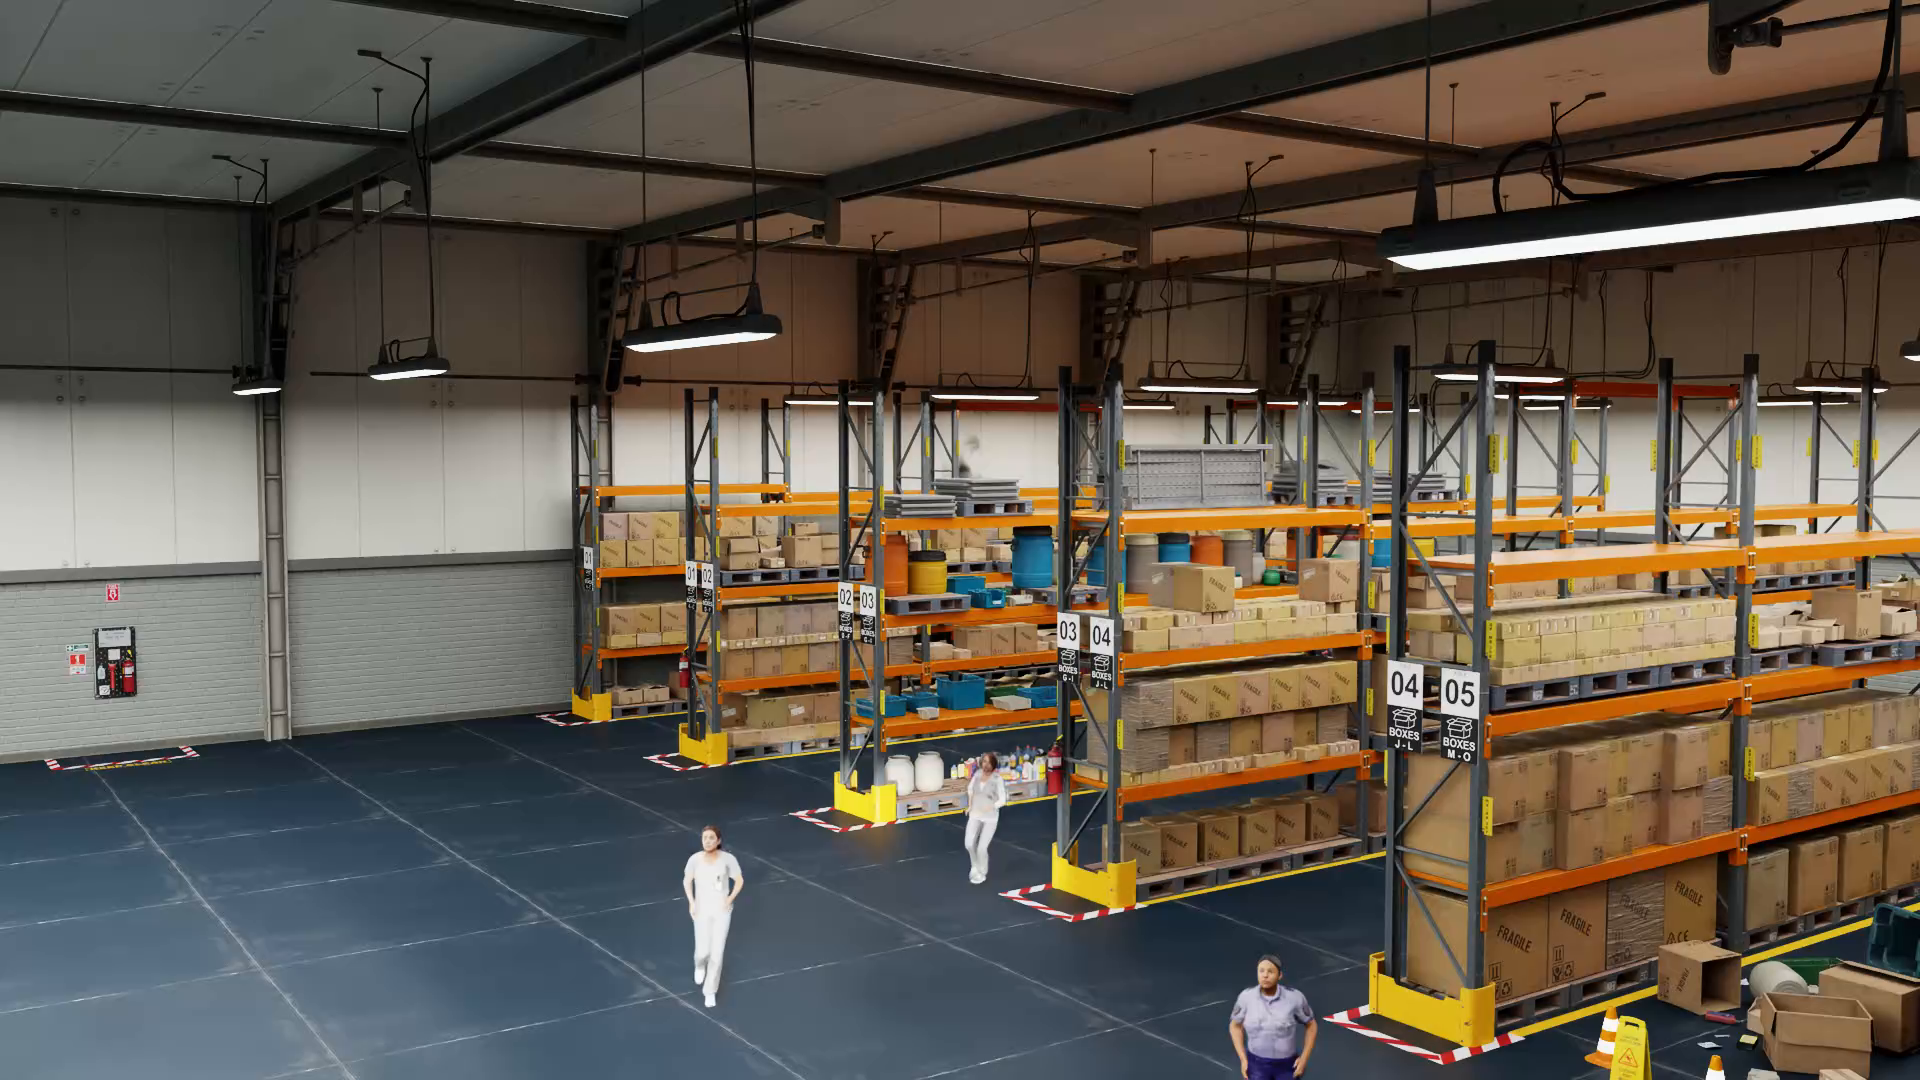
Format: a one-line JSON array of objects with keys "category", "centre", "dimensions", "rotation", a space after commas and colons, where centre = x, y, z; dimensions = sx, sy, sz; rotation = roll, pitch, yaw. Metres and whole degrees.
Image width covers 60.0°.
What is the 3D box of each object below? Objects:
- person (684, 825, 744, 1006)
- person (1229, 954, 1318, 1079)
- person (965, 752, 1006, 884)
[{"category": "person", "centre": [-2.271, 3.433, 15.337], "dimensions": [0.560, 1.639, 0.605], "rotation": [0, 3, -4]}, {"category": "person", "centre": [2.168, 3.680, 11.555], "dimensions": [0.603, 1.607, 0.541], "rotation": [1, 4, 16]}, {"category": "person", "centre": [0.268, 3.233, 19.213], "dimensions": [0.529, 1.534, 0.515], "rotation": [1, 4, 21]}]
